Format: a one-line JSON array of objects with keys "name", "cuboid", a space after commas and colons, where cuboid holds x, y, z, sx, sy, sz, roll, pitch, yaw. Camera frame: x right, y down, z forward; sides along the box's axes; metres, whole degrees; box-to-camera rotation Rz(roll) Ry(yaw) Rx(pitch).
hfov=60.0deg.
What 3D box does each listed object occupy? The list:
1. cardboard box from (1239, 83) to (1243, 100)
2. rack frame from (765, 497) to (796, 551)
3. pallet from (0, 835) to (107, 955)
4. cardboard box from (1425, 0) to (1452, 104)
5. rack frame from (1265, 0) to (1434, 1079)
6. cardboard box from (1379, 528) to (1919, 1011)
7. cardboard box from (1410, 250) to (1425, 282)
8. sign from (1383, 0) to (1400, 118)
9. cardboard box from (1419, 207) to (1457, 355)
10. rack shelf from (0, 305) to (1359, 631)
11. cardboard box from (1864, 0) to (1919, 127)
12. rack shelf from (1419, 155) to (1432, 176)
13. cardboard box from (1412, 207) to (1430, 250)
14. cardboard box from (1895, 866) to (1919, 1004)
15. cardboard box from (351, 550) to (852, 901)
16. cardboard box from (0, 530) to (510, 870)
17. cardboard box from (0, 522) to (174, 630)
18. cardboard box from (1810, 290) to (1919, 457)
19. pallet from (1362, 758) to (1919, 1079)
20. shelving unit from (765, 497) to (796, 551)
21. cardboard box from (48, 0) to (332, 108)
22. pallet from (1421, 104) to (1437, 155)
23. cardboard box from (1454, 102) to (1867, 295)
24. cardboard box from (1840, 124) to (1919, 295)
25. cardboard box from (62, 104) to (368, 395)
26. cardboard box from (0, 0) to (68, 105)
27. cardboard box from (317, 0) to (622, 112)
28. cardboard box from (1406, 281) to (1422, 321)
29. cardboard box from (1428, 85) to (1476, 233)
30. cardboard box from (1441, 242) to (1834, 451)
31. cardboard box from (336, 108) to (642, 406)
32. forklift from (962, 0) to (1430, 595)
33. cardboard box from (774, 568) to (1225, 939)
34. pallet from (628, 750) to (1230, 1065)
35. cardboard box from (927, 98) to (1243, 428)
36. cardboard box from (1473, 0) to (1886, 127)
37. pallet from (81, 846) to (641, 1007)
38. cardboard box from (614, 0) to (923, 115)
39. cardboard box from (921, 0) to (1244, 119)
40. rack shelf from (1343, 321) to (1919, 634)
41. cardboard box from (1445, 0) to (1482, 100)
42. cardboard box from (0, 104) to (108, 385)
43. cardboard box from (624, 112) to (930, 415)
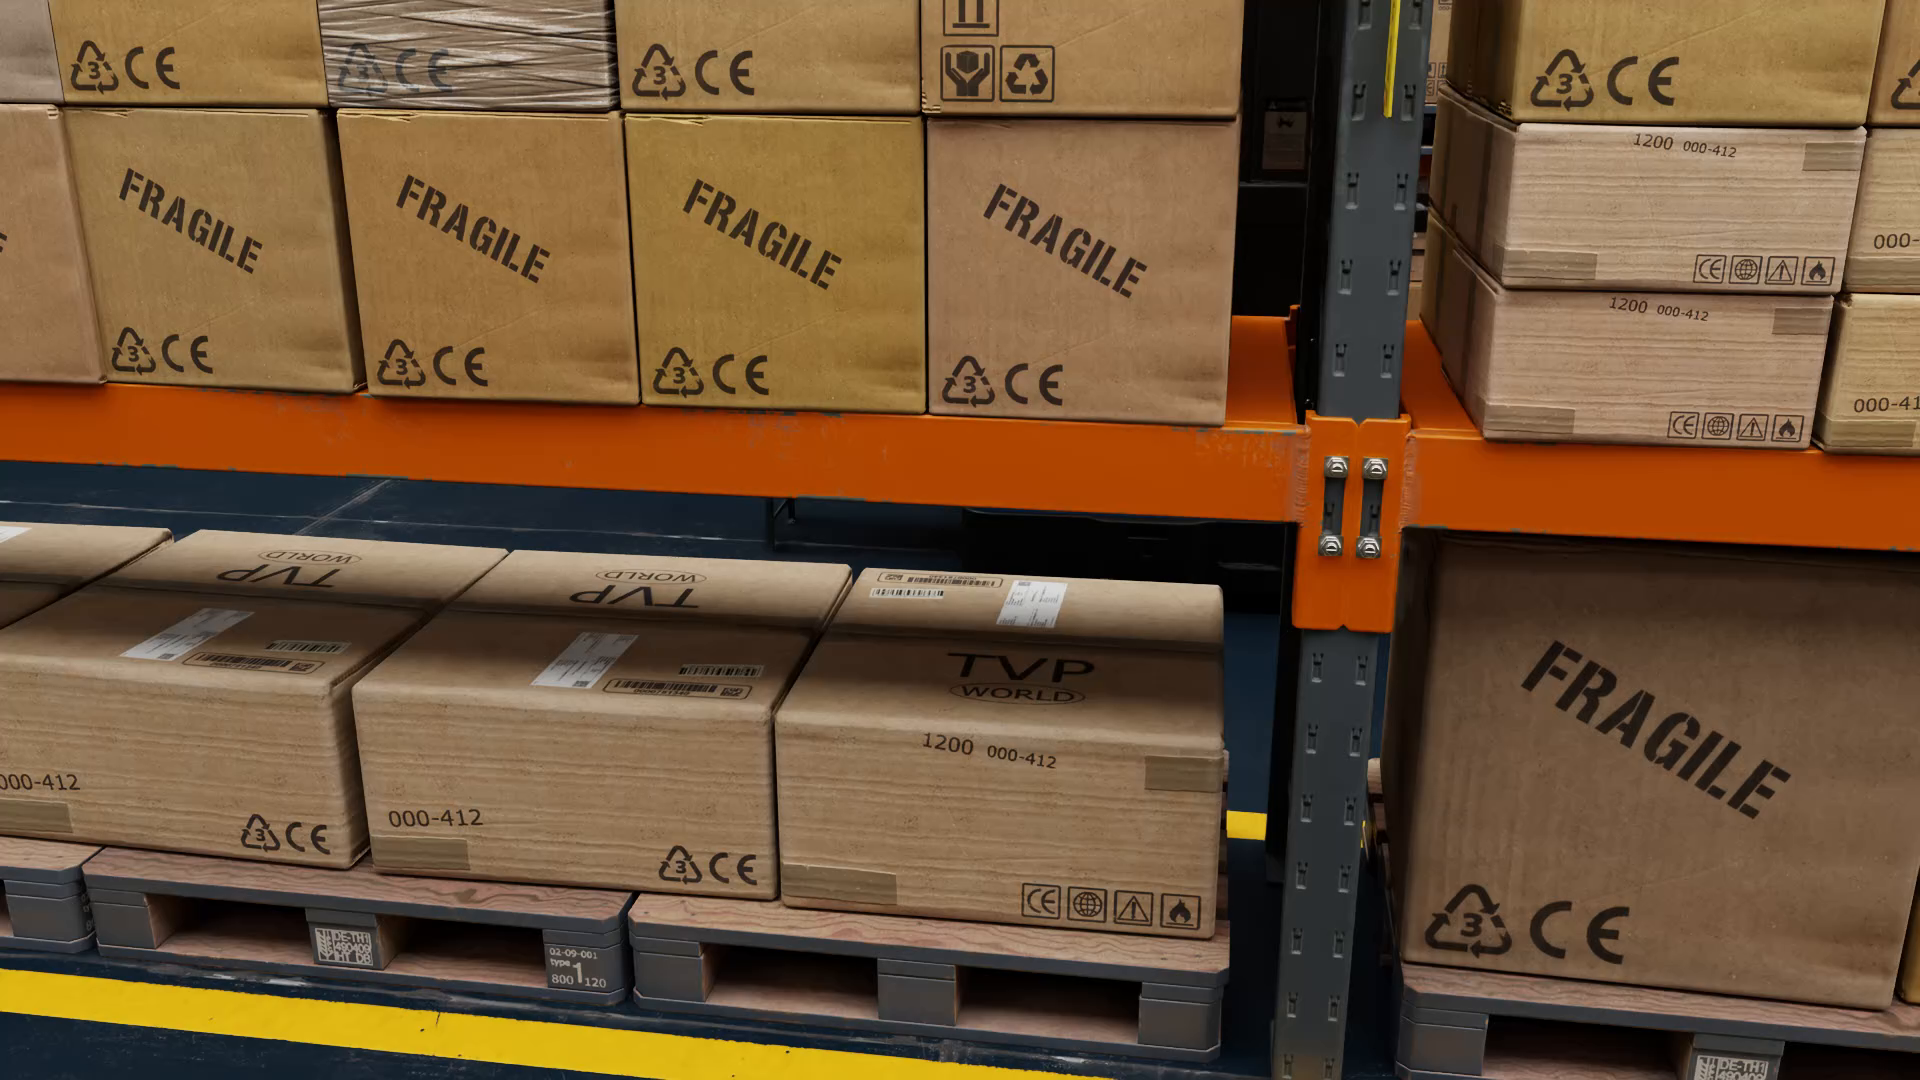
[{"name": "cardboard box", "cuboid": [0.311, -0.675, 3.436, 0.500, 0.500, 0.500, 4, 19, 10]}, {"name": "rack frame", "cuboid": [-0.682, -0.732, 6.127, 0.023, 1.500, 0.400, 2, 19, 6]}, {"name": "pallet", "cuboid": [-2.415, 0.615, 4.134, 1.213, 0.211, 1.003, 3, 19, 9]}, {"name": "cardboard box", "cuboid": [1.958, -2.230, 7.420, 0.500, 0.500, 0.700, 3, 19, 10]}, {"name": "rack frame", "cuboid": [0.733, -0.522, 3.137, 0.127, 3.000, 1.000, 3, 19, 9]}, {"name": "cardboard box", "cuboid": [1.358, 0.292, 3.389, 0.875, 0.875, 0.875, 4, 19, 10]}, {"name": "cardboard box", "cuboid": [2.114, -1.308, 7.739, 0.250, 0.149, 0.380, 2, 19, 7]}, {"name": "sign", "cuboid": [0.646, -0.796, 2.467, 0.005, 0.325, 0.100, 3, 19, 9]}, {"name": "cardboard box", "cuboid": [1.216, -0.508, 3.329, 0.500, 0.250, 0.500, 2, 19, 7]}, {"name": "rack shelf", "cuboid": [-1.242, -0.282, 3.552, 4.000, 0.370, 1.077, 3, 19, 9]}, {"name": "cardboard box", "cuboid": [1.628, -0.915, 2.576, 0.500, 0.500, 0.500, 3, 19, 8]}, {"name": "rack shelf", "cuboid": [3.491, -1.636, 7.598, 4.000, 0.370, 1.077, 3, 19, 9]}, {"name": "cardboard box", "cuboid": [2.092, -1.440, 7.667, 0.250, 0.149, 0.380, 2, 19, 6]}, {"name": "cardboard box", "cuboid": [2.251, 0.335, 3.260, 0.875, 0.875, 0.875, 3, 19, 10]}, {"name": "cardboard box", "cuboid": [-0.754, 0.384, 3.805, 0.875, 0.438, 0.875, 2, 19, 7]}, {"name": "cardboard box", "cuboid": [-1.644, 0.338, 3.943, 0.875, 0.438, 0.875, 3, 19, 10]}, {"name": "cardboard box", "cuboid": [-2.549, 0.294, 4.073, 0.875, 0.438, 0.875, 2, 19, 7]}, {"name": "cardboard box", "cuboid": [1.636, -0.321, 2.771, 0.500, 0.250, 0.500, 2, 19, 7]}, {"name": "pallet", "cuboid": [1.506, 0.815, 3.534, 1.213, 0.211, 1.003, 3, 19, 9]}, {"name": "shelving unit", "cuboid": [-0.318, -0.718, 6.087, 0.755, 1.500, 0.431, 2, 19, 6]}, {"name": "cardboard box", "cuboid": [-1.275, -1.060, 3.009, 0.500, 0.500, 0.500, 3, 19, 9]}, {"name": "pallet", "cuboid": [2.288, -1.912, 7.593, 1.213, 0.211, 1.003, 3, 19, 9]}, {"name": "cardboard box", "cuboid": [1.122, -0.578, 2.751, 0.500, 0.250, 0.500, 2, 19, 7]}, {"name": "cardboard box", "cuboid": [1.642, -0.560, 2.699, 0.500, 0.250, 0.500, 3, 19, 10]}, {"name": "cardboard box", "cuboid": [-1.288, -0.589, 3.178, 0.500, 0.500, 0.500, 4, 19, 10]}, {"name": "cardboard box", "cuboid": [-1.767, -1.084, 3.084, 0.500, 0.500, 0.500, 3, 19, 8]}, {"name": "cardboard box", "cuboid": [-0.781, -1.032, 2.926, 0.500, 0.500, 0.500, 3, 19, 9]}, {"name": "cardboard box", "cuboid": [1.958, -0.996, 7.831, 0.500, 0.500, 0.500, 4, 19, 11]}, {"name": "cardboard box", "cuboid": [1.207, -0.742, 3.242, 0.500, 0.250, 0.500, 3, 19, 9]}, {"name": "cardboard box", "cuboid": [1.125, -0.346, 2.847, 0.500, 0.250, 0.500, 2, 19, 7]}, {"name": "cardboard box", "cuboid": [-0.773, -0.558, 3.085, 0.500, 0.500, 0.500, 3, 19, 8]}, {"name": "forklift", "cuboid": [1.560, -1.297, 5.559, 3.031, 2.935, 1.130, 2, 19, 6]}, {"name": "cardboard box", "cuboid": [0.130, 0.428, 3.671, 0.875, 0.438, 0.875, 3, 19, 8]}, {"name": "pallet", "cuboid": [-0.006, 0.737, 3.767, 1.213, 0.211, 1.003, 3, 19, 9]}, {"name": "cardboard box", "cuboid": [0.234, -0.513, 2.951, 0.500, 0.500, 0.500, 3, 19, 9]}, {"name": "cardboard box", "cuboid": [1.122, -0.932, 2.627, 0.500, 0.500, 0.500, 3, 19, 9]}, {"name": "pallet", "cuboid": [-1.214, 0.677, 3.948, 1.213, 0.211, 1.003, 3, 19, 9]}, {"name": "cardboard box", "cuboid": [-0.277, -1.009, 2.858, 0.500, 0.500, 0.500, 3, 19, 8]}, {"name": "cardboard box", "cuboid": [0.223, -0.981, 2.774, 0.500, 0.500, 0.500, 3, 19, 8]}, {"name": "rack shelf", "cuboid": [2.707, -0.080, 2.950, 4.000, 0.370, 1.077, 3, 19, 9]}, {"name": "cardboard box", "cuboid": [1.214, -1.100, 3.130, 0.500, 0.500, 0.500, 4, 19, 10]}, {"name": "cardboard box", "cuboid": [-1.785, -0.609, 3.238, 0.500, 0.500, 0.500, 3, 19, 8]}, {"name": "cardboard box", "cuboid": [-0.275, -0.537, 3.023, 0.500, 0.500, 0.500, 2, 19, 7]}]
